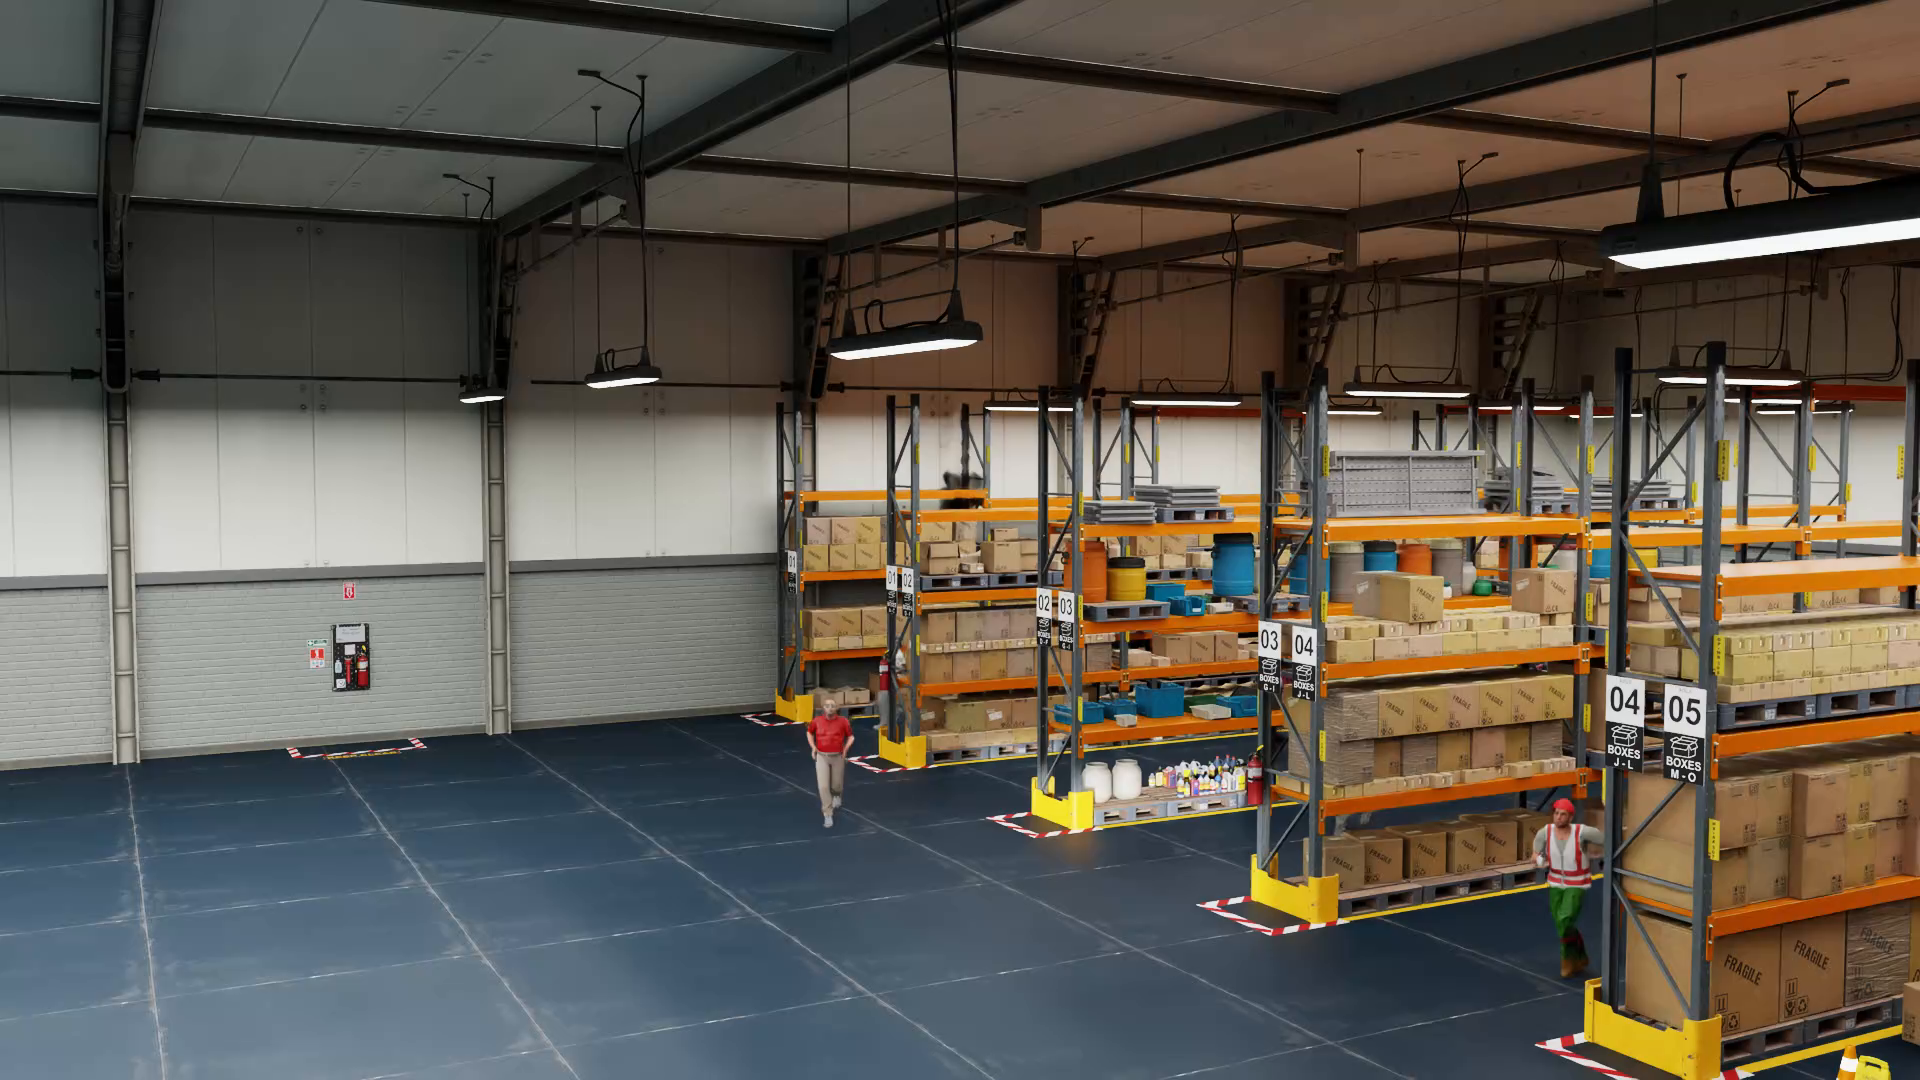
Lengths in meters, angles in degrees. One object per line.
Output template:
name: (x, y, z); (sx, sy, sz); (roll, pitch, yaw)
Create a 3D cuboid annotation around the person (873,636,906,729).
person: (-1.236, 2.433, 28.674); (0.557, 1.646, 0.576); (-2, 4, -27)

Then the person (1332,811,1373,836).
person: (5.227, 3.053, 22.191); (0.976, 1.798, 0.658); (-3, 4, -41)

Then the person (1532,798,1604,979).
person: (5.879, 3.355, 16.064); (0.697, 1.745, 0.808); (3, 4, 43)

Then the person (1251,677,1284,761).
person: (5.069, 2.796, 27.315); (0.903, 1.643, 0.608); (-3, 4, -40)

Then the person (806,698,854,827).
person: (-1.791, 3.033, 22.915); (0.663, 1.720, 0.833); (0, 3, -2)
